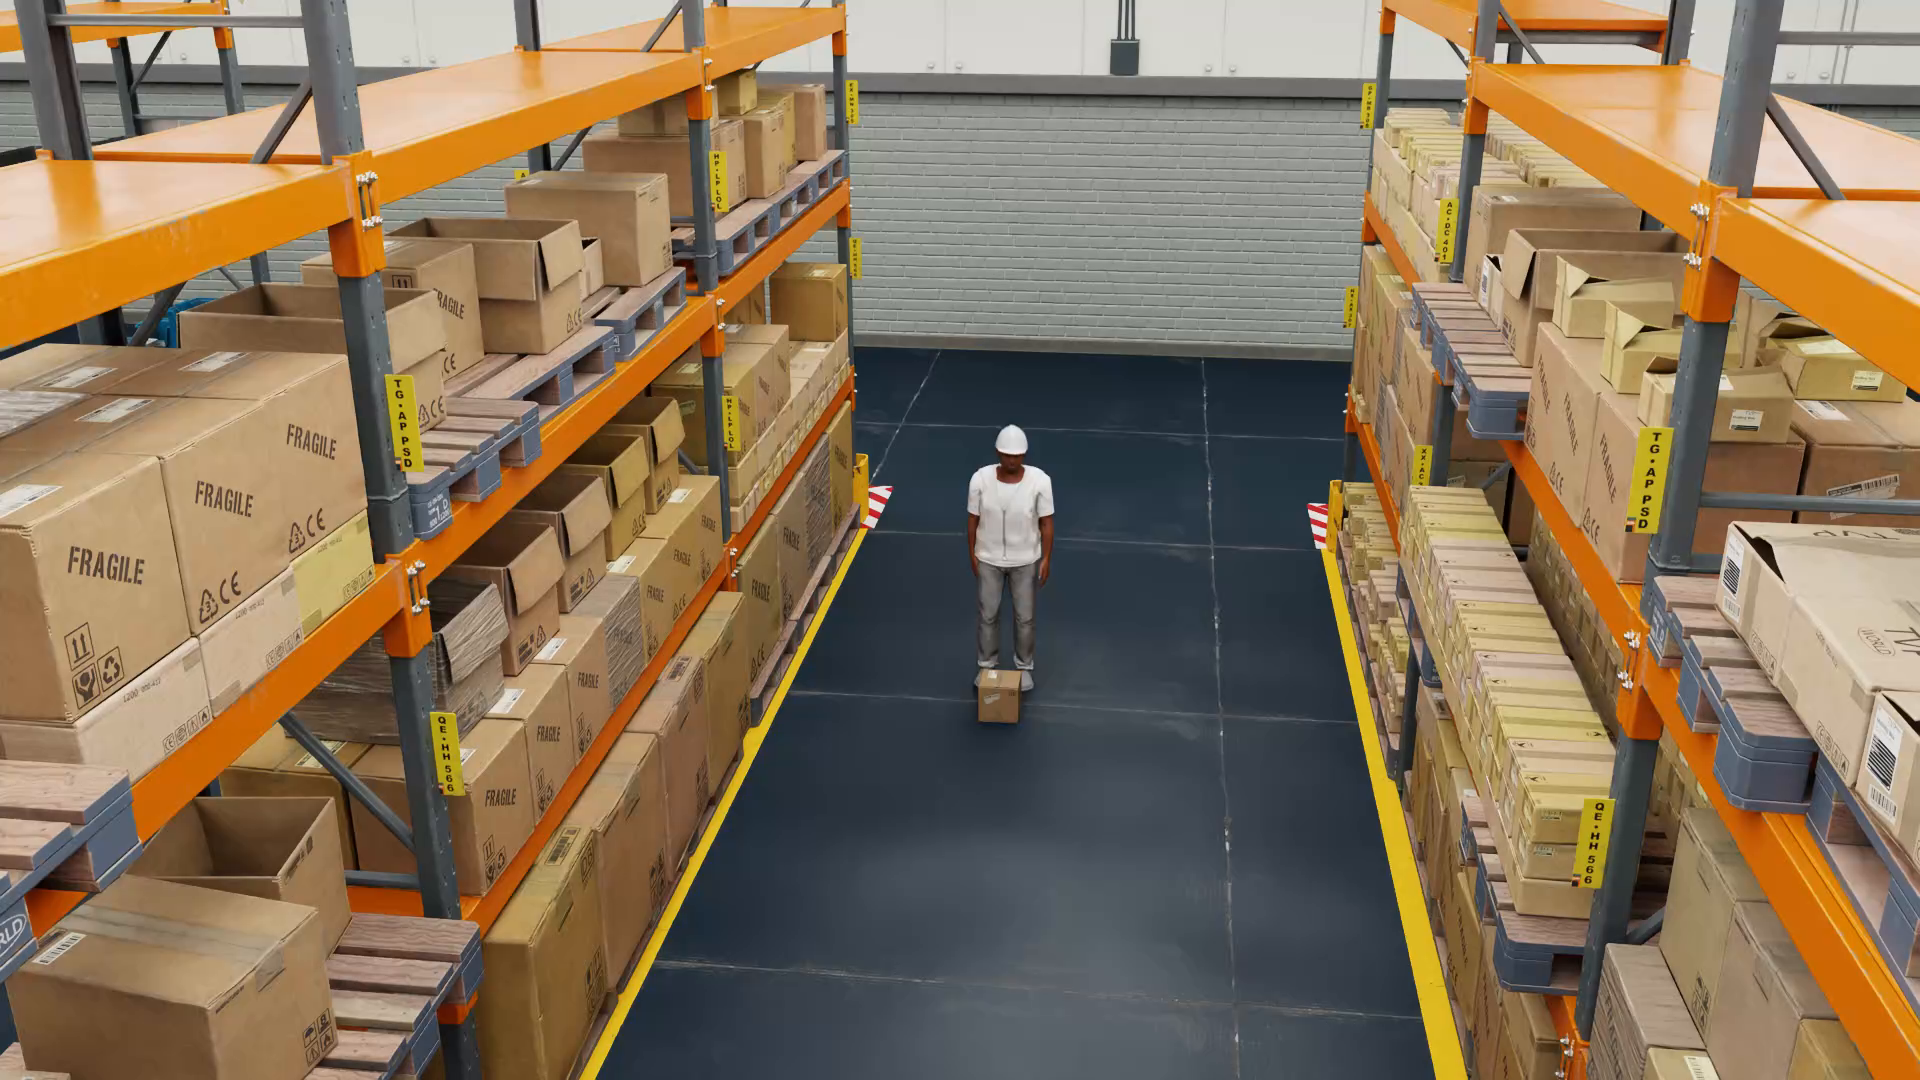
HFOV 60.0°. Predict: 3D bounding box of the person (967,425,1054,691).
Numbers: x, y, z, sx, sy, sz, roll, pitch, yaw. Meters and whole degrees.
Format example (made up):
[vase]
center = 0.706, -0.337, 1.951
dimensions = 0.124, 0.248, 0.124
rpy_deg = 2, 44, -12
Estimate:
[person]
center = 0.320, 0.118, 10.752
dimensions = 0.564, 1.761, 0.360
rpy_deg = 3, 21, 8
